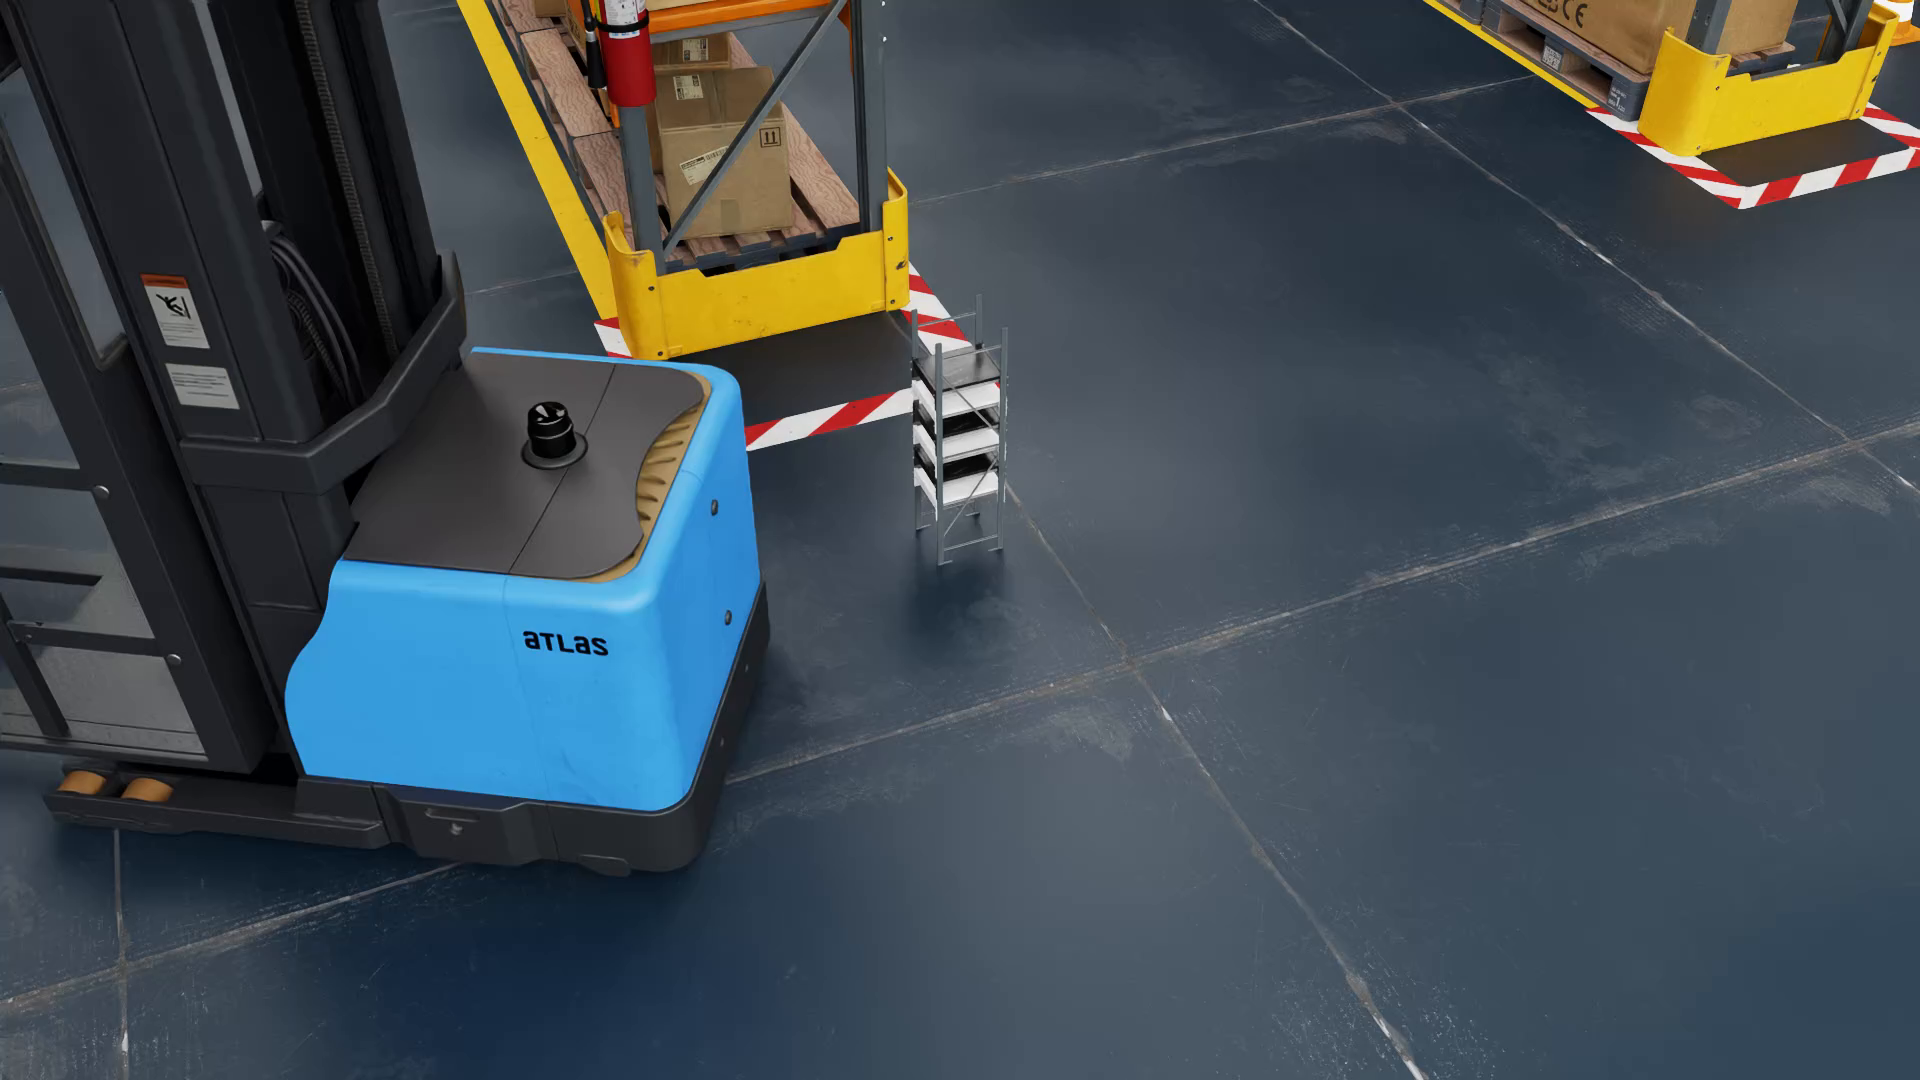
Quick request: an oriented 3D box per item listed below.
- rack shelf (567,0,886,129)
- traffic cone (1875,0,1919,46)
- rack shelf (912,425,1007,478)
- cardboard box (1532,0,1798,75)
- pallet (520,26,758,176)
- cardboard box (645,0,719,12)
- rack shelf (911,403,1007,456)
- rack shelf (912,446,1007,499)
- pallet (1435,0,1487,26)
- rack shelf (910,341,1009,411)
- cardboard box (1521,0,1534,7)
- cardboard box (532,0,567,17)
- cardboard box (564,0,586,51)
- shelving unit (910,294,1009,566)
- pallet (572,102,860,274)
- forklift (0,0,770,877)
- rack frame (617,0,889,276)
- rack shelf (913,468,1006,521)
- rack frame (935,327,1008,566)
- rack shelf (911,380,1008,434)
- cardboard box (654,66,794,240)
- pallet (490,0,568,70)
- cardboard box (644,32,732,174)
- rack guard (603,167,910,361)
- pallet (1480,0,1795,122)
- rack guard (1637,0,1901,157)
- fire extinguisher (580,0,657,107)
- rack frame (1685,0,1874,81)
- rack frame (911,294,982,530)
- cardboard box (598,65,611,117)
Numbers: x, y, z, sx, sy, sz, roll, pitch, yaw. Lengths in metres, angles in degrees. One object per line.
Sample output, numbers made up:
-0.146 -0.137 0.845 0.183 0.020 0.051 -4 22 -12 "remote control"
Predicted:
-1.530 -2.953 7.435 1.077 0.370 4.000 -15 43 -17 "rack shelf"
4.965 -2.909 8.778 0.336 0.463 0.334 -15 43 -17 "traffic cone"
-0.003 -0.321 5.484 0.258 0.077 0.200 -15 43 -17 "rack shelf"
3.535 -2.943 8.179 0.875 0.875 0.875 -15 43 -17 "cardboard box"
-1.535 -2.241 8.194 1.003 0.211 1.213 -15 43 -17 "pallet"
-1.065 -2.046 6.021 0.380 0.149 0.250 -15 43 -17 "cardboard box"
-0.003 -0.389 5.425 0.258 0.077 0.200 -15 43 -17 "rack shelf"
-0.003 -0.253 5.543 0.258 0.077 0.200 -15 43 -17 "rack shelf"
3.015 -3.336 9.467 1.003 0.211 1.213 -15 43 -17 "pallet"
-0.003 -0.526 5.308 0.258 0.077 0.200 -15 43 -17 "rack shelf"
3.197 -3.472 8.795 0.875 0.875 0.875 -16 43 -18 "cardboard box"
-1.953 -3.048 8.589 0.500 0.500 0.500 -3 41 -3 "cardboard box"
-1.643 -2.693 8.176 0.500 0.500 0.500 -19 44 -21 "cardboard box"
-0.003 -0.346 5.462 0.258 0.900 0.210 -15 43 -17 "shelving unit"
-1.072 -1.507 7.341 1.003 0.211 1.213 -15 43 -17 "pallet"
-2.161 -0.606 4.207 3.031 2.935 1.130 5 41 6 "forklift"
-0.765 -2.021 5.799 1.000 3.000 0.127 -15 43 -17 "rack frame"
-0.003 -0.184 5.601 0.258 0.077 0.200 -15 43 -17 "rack shelf"
0.036 -0.285 5.391 0.240 0.900 0.006 -15 43 -17 "rack frame"
-0.003 -0.457 5.367 0.258 0.077 0.200 -15 43 -17 "rack shelf"
-0.989 -1.612 6.920 0.500 0.500 0.500 -8 41 -9 "cardboard box"
-2.006 -2.977 9.050 1.003 0.211 1.213 -15 43 -17 "pallet"
-1.249 -1.964 7.328 0.500 0.500 0.500 -5 41 -6 "cardboard box"
-0.794 -1.119 6.667 1.175 0.500 0.348 -15 43 -17 "rack guard"
3.478 -2.602 8.614 1.003 0.211 1.213 -15 43 -17 "pallet"
3.865 -2.235 7.966 1.175 0.500 0.348 -15 43 -17 "rack guard"
-1.147 -1.807 5.611 0.296 0.674 0.183 -15 43 -17 "fire extinguisher"
3.856 -3.197 7.167 1.000 3.000 0.127 -15 43 -17 "rack frame"
-0.042 -0.407 5.534 0.240 0.900 0.006 -15 43 -17 "rack frame"
-1.471 -2.346 7.772 0.500 0.500 0.500 -11 42 -13 "cardboard box"
